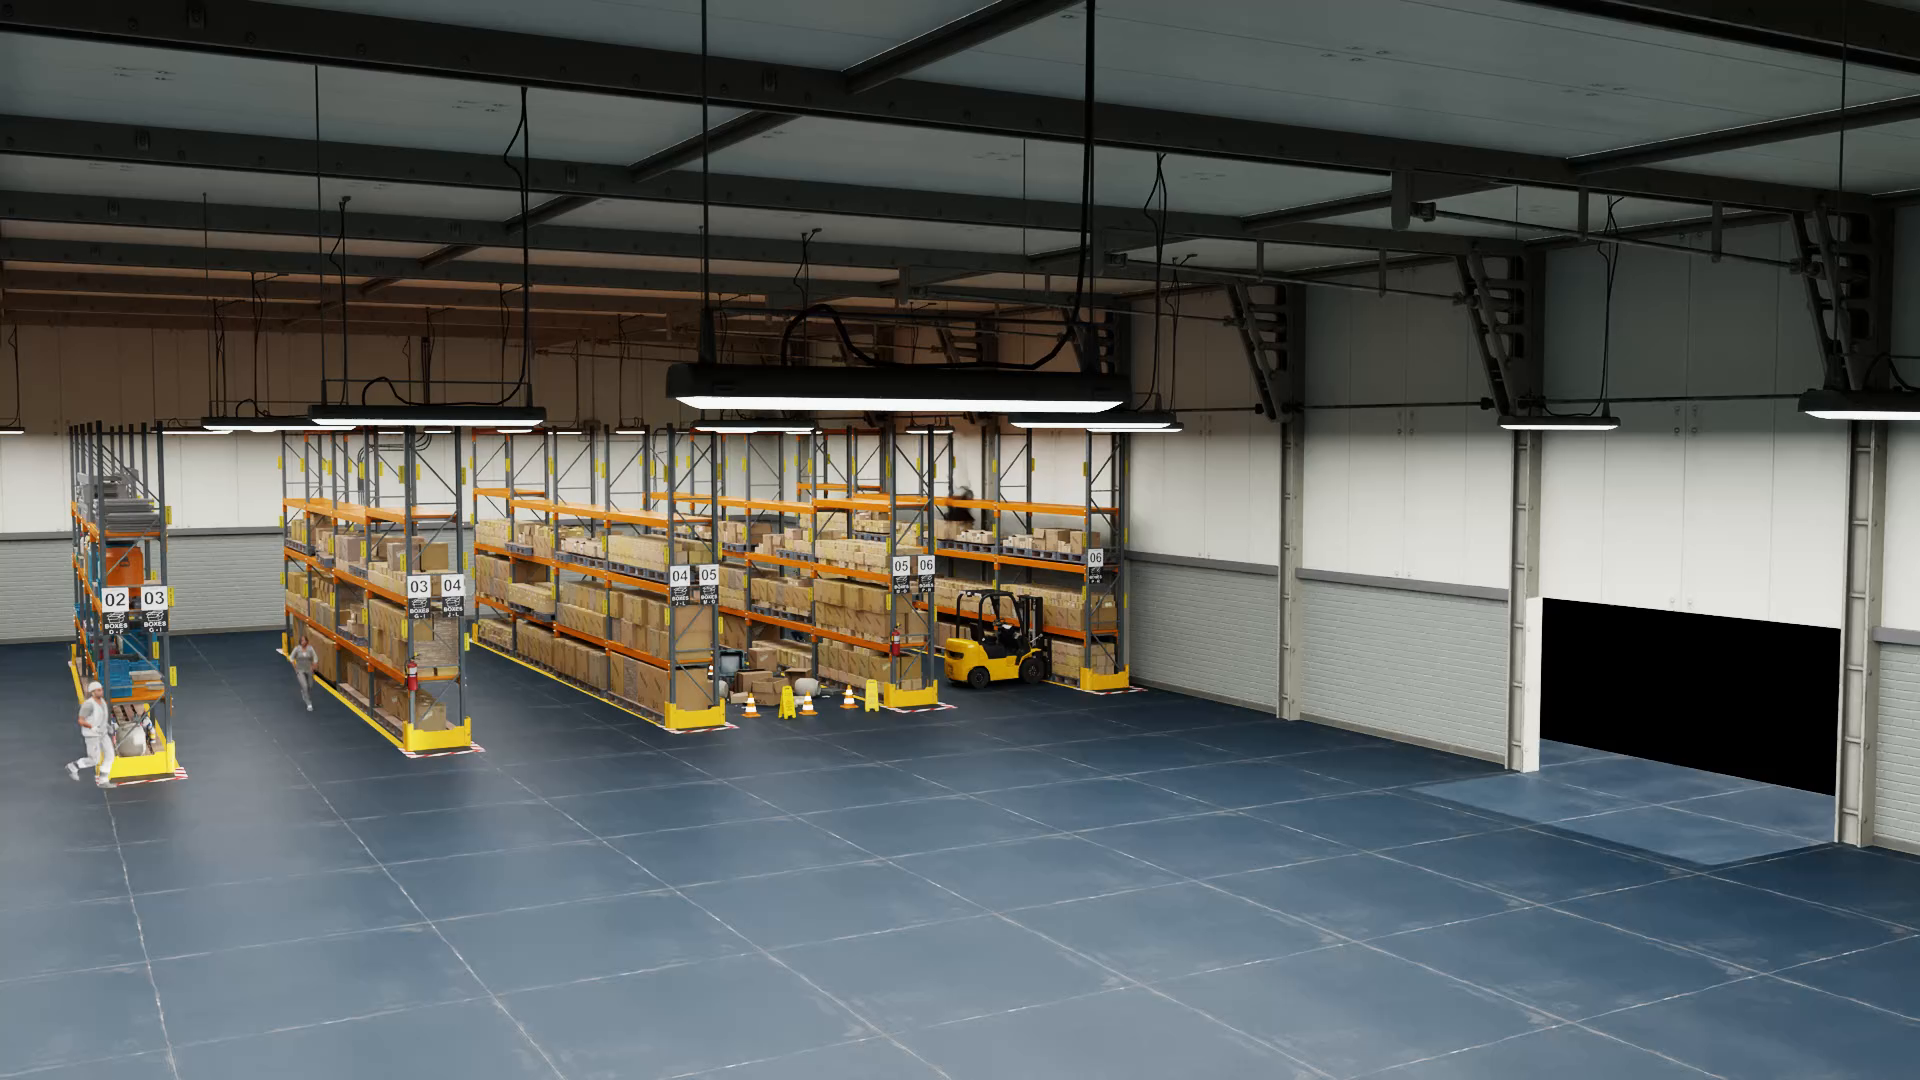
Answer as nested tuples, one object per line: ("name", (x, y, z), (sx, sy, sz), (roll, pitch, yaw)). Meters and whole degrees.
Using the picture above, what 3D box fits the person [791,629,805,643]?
("person", (-4.383, 2.184, 44.784), (0.546, 1.562, 0.496), (-3, 4, -37))

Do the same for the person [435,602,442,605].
("person", (-14.327, 2.021, 45.875), (0.766, 1.724, 0.921), (-1, 4, -16))

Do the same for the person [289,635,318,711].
("person", (-13.836, 2.792, 35.068), (0.559, 1.568, 0.689), (-2, 4, -29))

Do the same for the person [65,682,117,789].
("person", (-14.148, 3.173, 27.090), (0.817, 1.747, 0.643), (0, 4, 7))
